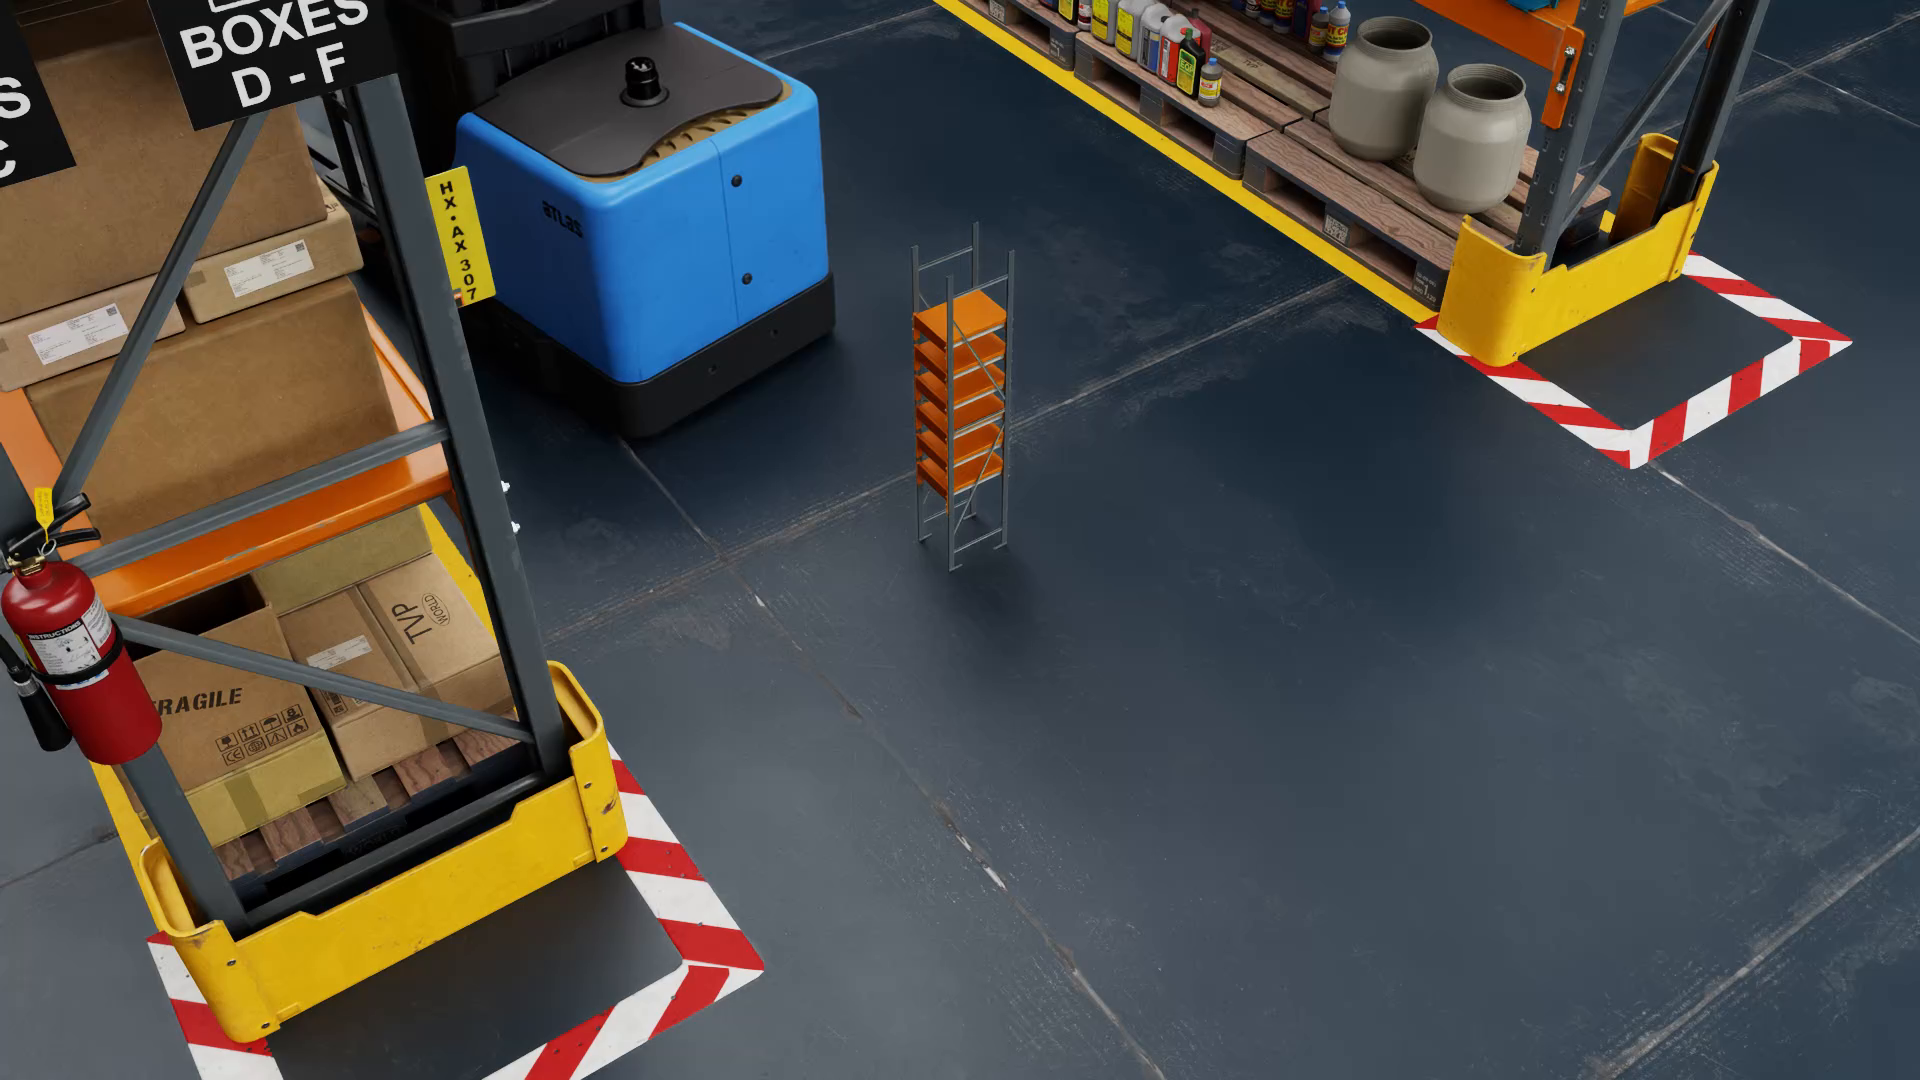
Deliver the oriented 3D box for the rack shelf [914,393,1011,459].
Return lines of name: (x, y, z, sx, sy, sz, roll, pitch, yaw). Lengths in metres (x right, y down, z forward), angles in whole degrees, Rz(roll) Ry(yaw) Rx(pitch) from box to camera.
rack shelf: (0.008, -0.394, 5.358, 0.258, 0.103, 0.180, -26, 49, -24)

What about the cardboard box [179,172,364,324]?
cardboard box: (-1.581, -0.666, 3.733, 0.380, 0.149, 0.250, -26, 49, -25)

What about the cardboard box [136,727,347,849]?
cardboard box: (-2.082, 0.568, 4.670, 0.500, 0.250, 0.500, -26, 49, -24)

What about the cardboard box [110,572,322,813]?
cardboard box: (-2.084, 0.297, 4.410, 0.500, 0.500, 0.500, -26, 49, -24)

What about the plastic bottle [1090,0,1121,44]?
plastic bottle: (0.716, -2.540, 7.838, 0.144, 0.351, 0.185, -26, 49, -25)

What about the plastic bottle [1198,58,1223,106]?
plastic bottle: (1.122, -2.056, 7.440, 0.097, 0.201, 0.097, 0, 44, 0)

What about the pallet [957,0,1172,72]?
pallet: (0.594, -2.902, 8.637, 1.003, 0.211, 1.213, -26, 49, -24)

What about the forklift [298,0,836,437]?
forklift: (-1.902, -2.332, 6.070, 3.031, 2.935, 1.130, 33, 53, 30)

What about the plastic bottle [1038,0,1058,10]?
plastic bottle: (0.473, -2.781, 8.090, 0.144, 0.351, 0.185, -28, 50, -26)

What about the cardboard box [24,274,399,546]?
cardboard box: (-1.789, -0.393, 3.917, 0.700, 0.500, 0.500, -26, 49, -24)

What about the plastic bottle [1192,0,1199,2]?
plastic bottle: (1.146, -2.806, 8.166, 0.061, 0.283, 0.133, -26, 49, -24)

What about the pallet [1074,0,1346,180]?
pallet: (1.296, -2.211, 7.913, 1.003, 0.211, 1.213, -26, 49, -24)

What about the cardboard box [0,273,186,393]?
cardboard box: (-1.908, -0.500, 3.559, 0.380, 0.149, 0.250, -27, 50, -25)

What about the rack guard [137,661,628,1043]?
rack guard: (-1.519, 0.830, 4.519, 1.175, 0.500, 0.348, -26, 49, -24)

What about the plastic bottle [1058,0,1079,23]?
plastic bottle: (0.534, -2.646, 7.998, 0.061, 0.283, 0.133, -24, 48, -23)

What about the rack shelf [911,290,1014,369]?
rack shelf: (0.008, -0.654, 5.109, 0.258, 0.103, 0.180, -26, 49, -24)

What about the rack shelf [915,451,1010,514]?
rack shelf: (0.008, -0.220, 5.524, 0.258, 0.103, 0.180, -26, 49, -24)

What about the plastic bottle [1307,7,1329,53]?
plastic bottle: (1.691, -2.398, 7.797, 0.097, 0.201, 0.097, 0, 44, 0)

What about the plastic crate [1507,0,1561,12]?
plastic crate: (2.000, -2.154, 5.942, 0.499, 0.251, 0.616, -26, 49, -24)

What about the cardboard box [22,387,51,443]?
cardboard box: (-2.094, -0.689, 4.227, 0.700, 0.500, 0.500, -24, 49, -23)

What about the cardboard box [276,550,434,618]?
cardboard box: (-1.946, 0.082, 5.179, 0.500, 0.250, 0.500, -26, 49, -24)

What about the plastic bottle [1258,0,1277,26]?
plastic bottle: (1.497, -2.615, 7.975, 0.097, 0.271, 0.097, 0, 44, 0)

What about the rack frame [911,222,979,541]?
rack frame: (-0.044, -0.478, 5.381, 0.240, 1.200, 0.006, -26, 49, -24)

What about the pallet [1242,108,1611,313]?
pallet: (1.990, -1.520, 7.190, 1.003, 0.211, 1.213, -26, 49, -24)

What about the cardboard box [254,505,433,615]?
cardboard box: (-1.945, -0.190, 4.921, 0.500, 0.500, 0.500, -26, 49, -24)

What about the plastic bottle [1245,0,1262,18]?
plastic bottle: (1.441, -2.646, 8.058, 0.097, 0.201, 0.097, 0, 44, 0)

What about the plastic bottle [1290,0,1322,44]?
plastic bottle: (1.636, -2.504, 7.850, 0.061, 0.283, 0.133, -25, 49, -24)

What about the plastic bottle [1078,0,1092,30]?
plastic bottle: (0.616, -2.557, 7.964, 0.097, 0.201, 0.097, 0, 44, 0)

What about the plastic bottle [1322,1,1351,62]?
plastic bottle: (1.751, -2.365, 7.712, 0.097, 0.271, 0.097, 0, 44, 0)

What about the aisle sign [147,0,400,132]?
aisle sign: (-1.244, -1.112, 2.860, 0.394, 0.787, 0.004, -26, 49, -24)

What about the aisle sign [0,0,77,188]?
aisle sign: (-1.736, -0.875, 2.611, 0.394, 0.787, 0.004, -26, 49, -24)

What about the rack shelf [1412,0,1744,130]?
rack shelf: (1.388, -2.915, 7.152, 1.077, 0.370, 4.000, -26, 49, -24)

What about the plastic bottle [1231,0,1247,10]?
plastic bottle: (1.381, -2.730, 8.095, 0.097, 0.271, 0.097, 0, 44, 0)

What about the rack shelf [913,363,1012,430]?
rack shelf: (0.008, -0.480, 5.275, 0.258, 0.103, 0.180, -26, 49, -24)

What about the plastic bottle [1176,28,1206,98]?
plastic bottle: (1.040, -2.145, 7.473, 0.061, 0.283, 0.133, -25, 49, -24)

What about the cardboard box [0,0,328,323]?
cardboard box: (-1.820, -0.893, 3.501, 0.700, 0.500, 0.500, -26, 49, -24)

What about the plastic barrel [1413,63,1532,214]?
plastic barrel: (2.093, -1.637, 6.790, 0.421, 0.512, 0.421, 0, 44, 0)

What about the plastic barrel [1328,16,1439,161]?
plastic barrel: (1.806, -1.921, 7.087, 0.421, 0.512, 0.421, 0, 44, 0)

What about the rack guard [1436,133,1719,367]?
rack guard: (2.450, -1.163, 6.606, 1.175, 0.500, 0.348, -26, 49, -24)

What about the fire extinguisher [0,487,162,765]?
fire extinguisher: (-1.846, 0.191, 3.434, 0.296, 0.674, 0.183, -26, 49, -24)

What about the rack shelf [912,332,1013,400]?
rack shelf: (0.008, -0.567, 5.192, 0.258, 0.103, 0.180, -26, 49, -24)

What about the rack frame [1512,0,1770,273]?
rack frame: (2.532, -2.042, 5.717, 1.000, 3.000, 0.127, -26, 49, -24)

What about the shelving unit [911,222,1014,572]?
shelving unit: (0.008, -0.426, 5.327, 0.258, 1.200, 0.189, -26, 49, -24)

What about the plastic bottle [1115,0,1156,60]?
plastic bottle: (0.823, -2.435, 7.728, 0.144, 0.351, 0.185, -24, 49, -23)

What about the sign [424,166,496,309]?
sign: (-1.074, -0.645, 3.570, 0.100, 0.325, 0.005, -26, 49, -24)

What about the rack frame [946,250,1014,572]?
rack frame: (0.061, -0.374, 5.273, 0.240, 1.200, 0.006, -26, 49, -24)

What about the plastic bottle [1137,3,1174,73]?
plastic bottle: (0.921, -2.315, 7.657, 0.152, 0.276, 0.135, -27, 50, -25)

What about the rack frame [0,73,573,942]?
rack frame: (-1.533, -0.088, 3.670, 1.000, 3.000, 0.127, -26, 49, -24)

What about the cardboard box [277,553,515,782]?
cardboard box: (-1.657, 0.363, 4.884, 0.500, 0.250, 0.500, -26, 49, -24)

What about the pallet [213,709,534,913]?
pallet: (-2.005, 0.504, 5.069, 1.003, 0.211, 1.213, -26, 49, -24)

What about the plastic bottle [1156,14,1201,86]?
plastic bottle: (1.000, -2.237, 7.575, 0.152, 0.276, 0.135, -25, 49, -24)

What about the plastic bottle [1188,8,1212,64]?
plastic bottle: (1.087, -2.282, 7.617, 0.061, 0.283, 0.133, -26, 49, -24)

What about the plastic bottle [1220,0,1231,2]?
plastic bottle: (1.323, -2.763, 8.179, 0.097, 0.201, 0.097, 0, 44, 0)

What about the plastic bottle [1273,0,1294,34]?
plastic bottle: (1.555, -2.559, 7.915, 0.097, 0.271, 0.097, 0, 44, 0)

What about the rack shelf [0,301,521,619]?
rack shelf: (-2.677, -0.960, 5.105, 1.077, 0.370, 4.000, -26, 49, -24)

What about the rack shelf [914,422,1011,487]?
rack shelf: (0.008, -0.307, 5.441, 0.258, 0.103, 0.180, -26, 49, -24)
